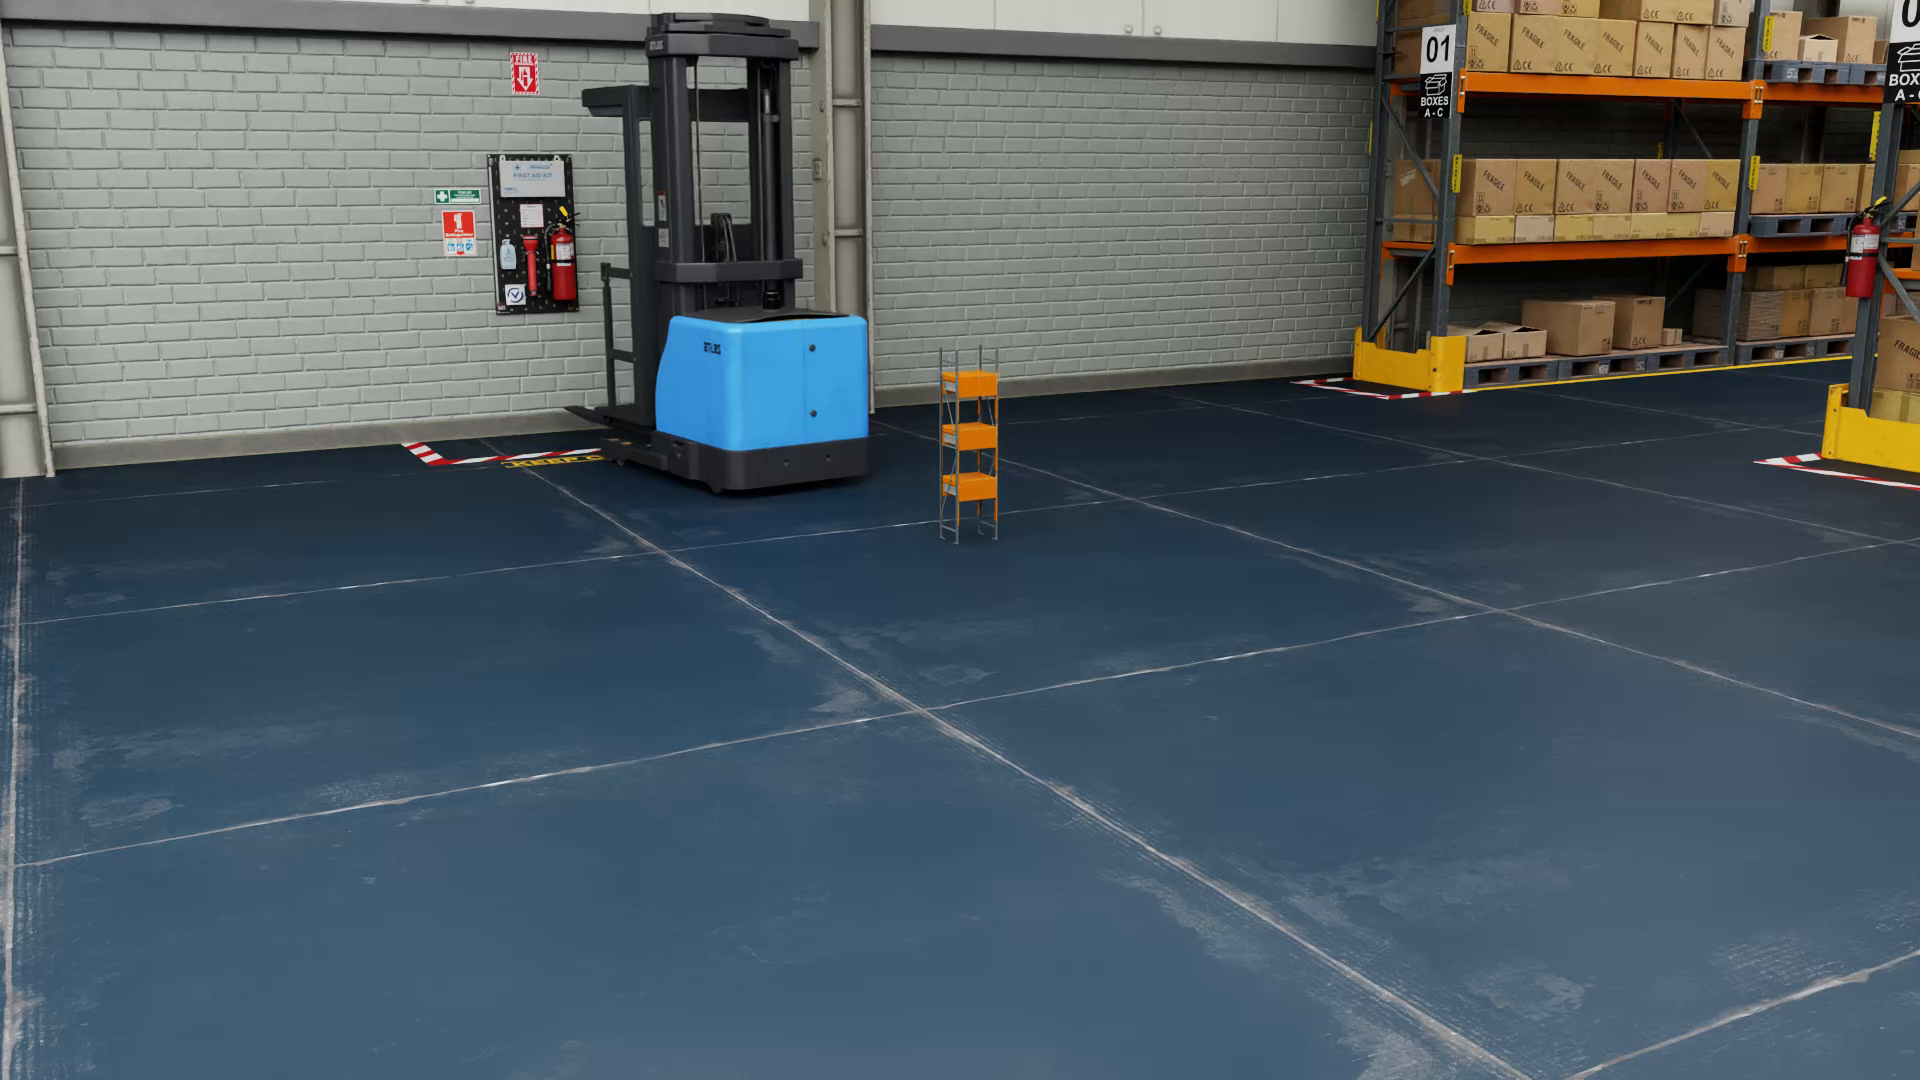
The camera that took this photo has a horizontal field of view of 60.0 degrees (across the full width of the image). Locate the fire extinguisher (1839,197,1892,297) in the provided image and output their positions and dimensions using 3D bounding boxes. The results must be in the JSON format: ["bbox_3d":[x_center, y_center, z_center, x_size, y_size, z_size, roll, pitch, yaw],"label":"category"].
[{"bbox_3d":[6.167,-1.999,11.337,0.183,0.674,0.296,-7,14,-28],"label":"fire extinguisher"}]

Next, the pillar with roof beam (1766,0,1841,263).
[{"bbox_3d":[11.646,-5.883,14.753,0.400,9.000,9.100,-7,14,-28],"label":"pillar with roof beam"}]

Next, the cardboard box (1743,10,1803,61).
[{"bbox_3d":[8.146,-5.094,16.896,0.500,0.500,0.500,-5,13,-20],"label":"cardboard box"}]

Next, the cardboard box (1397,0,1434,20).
[{"bbox_3d":[4.370,-5.020,15.199,0.500,0.500,0.500,-6,14,-25],"label":"cardboard box"}]

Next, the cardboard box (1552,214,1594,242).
[{"bbox_3d":[5.596,-2.951,15.684,0.500,0.250,0.500,-7,15,-29],"label":"cardboard box"}]

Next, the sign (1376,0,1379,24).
[{"bbox_3d":[3.868,-4.919,15.284,0.005,0.325,0.100,-7,14,-28],"label":"sign"}]

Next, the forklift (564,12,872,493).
[{"bbox_3d":[-1.837,-1.991,11.280,1.130,2.935,3.031,-9,15,-35],"label":"forklift"}]

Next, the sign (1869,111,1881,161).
[{"bbox_3d":[6.246,-2.746,11.304,0.005,0.325,0.100,-7,14,-28],"label":"sign"}]

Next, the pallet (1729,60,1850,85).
[{"bbox_3d":[8.221,-4.751,16.984,1.003,0.211,1.213,-7,14,-28],"label":"pallet"}]

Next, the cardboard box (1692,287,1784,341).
[{"bbox_3d":[8.266,-2.411,17.680,0.500,0.500,0.700,-6,14,-26],"label":"cardboard box"}]

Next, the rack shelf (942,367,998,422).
[{"bbox_3d":[0.047,-0.784,8.959,0.240,0.259,0.215,-7,14,-28],"label":"rack shelf"}]

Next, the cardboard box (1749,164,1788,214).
[{"bbox_3d":[8.091,-3.645,17.245,0.500,0.500,0.700,-7,14,-28],"label":"cardboard box"}]

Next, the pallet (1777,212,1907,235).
[{"bbox_3d":[9.421,-3.446,18.026,1.213,0.211,1.003,-7,14,-28],"label":"pallet"}]

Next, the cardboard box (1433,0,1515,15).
[{"bbox_3d":[4.571,-4.918,14.746,0.500,0.500,0.500,-8,15,-32],"label":"cardboard box"}]

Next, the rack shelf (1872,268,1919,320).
[{"bbox_3d":[8.249,-1.819,12.000,4.000,0.370,1.077,-7,14,-28],"label":"rack shelf"}]

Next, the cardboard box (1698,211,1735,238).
[{"bbox_3d":[7.357,-3.163,16.629,0.500,0.250,0.500,-7,14,-28],"label":"cardboard box"}]

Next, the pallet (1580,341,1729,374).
[{"bbox_3d":[7.055,-1.897,17.058,1.213,0.211,1.003,-7,14,-28],"label":"pallet"}]

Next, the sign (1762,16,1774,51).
[{"bbox_3d":[7.894,-4.947,16.249,0.005,0.325,0.100,-7,14,-28],"label":"sign"}]

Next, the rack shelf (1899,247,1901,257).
[{"bbox_3d":[12.894,-3.615,19.979,4.000,0.370,1.077,-7,14,-28],"label":"rack shelf"}]

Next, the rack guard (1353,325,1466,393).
[{"bbox_3d":[4.184,-1.703,15.536,0.348,0.500,1.175,-7,14,-28],"label":"rack guard"}]

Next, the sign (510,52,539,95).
[{"bbox_3d":[-3.192,-3.420,12.194,0.199,0.298,0.001,-7,14,-28],"label":"sign"}]

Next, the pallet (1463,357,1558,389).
[{"bbox_3d":[4.914,-1.640,15.917,1.213,0.211,1.003,-7,14,-28],"label":"pallet"}]

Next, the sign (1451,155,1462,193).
[{"bbox_3d":[4.377,-3.232,14.666,0.005,0.325,0.100,-7,14,-28],"label":"sign"}]

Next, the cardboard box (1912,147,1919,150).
[{"bbox_3d":[11.413,-4.423,19.271,0.500,0.250,0.500,-6,14,-26],"label":"cardboard box"}]

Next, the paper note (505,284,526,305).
[{"bbox_3d":[-3.325,-1.836,12.440,0.142,0.148,0.016,-7,14,-28],"label":"paper note"}]

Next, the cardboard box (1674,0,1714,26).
[{"bbox_3d":[6.839,-5.180,15.910,0.500,0.500,0.500,-6,14,-25],"label":"cardboard box"}]

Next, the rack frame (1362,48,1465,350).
[{"bbox_3d":[4.117,-2.914,15.226,0.127,3.000,1.000,-7,14,-28],"label":"rack frame"}]

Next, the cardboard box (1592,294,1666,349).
[{"bbox_3d":[6.736,-2.213,16.802,0.500,0.500,0.500,-8,15,-32],"label":"cardboard box"}]

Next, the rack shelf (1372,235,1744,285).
[{"bbox_3d":[5.872,-2.774,16.240,4.000,0.370,1.077,-7,14,-28],"label":"rack shelf"}]

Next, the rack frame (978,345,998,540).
[{"bbox_3d":[0.154,-0.531,9.076,0.008,1.050,0.200,-7,14,-28],"label":"rack frame"}]

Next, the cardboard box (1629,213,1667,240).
[{"bbox_3d":[6.482,-3.057,16.155,0.500,0.250,0.500,-7,14,-28],"label":"cardboard box"}]

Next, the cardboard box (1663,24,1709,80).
[{"bbox_3d":[6.853,-4.705,16.080,0.500,0.500,0.500,-8,15,-33],"label":"cardboard box"}]

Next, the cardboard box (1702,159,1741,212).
[{"bbox_3d":[7.361,-3.528,16.542,0.500,0.500,0.500,-7,14,-28],"label":"cardboard box"}]

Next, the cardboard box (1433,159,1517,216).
[{"bbox_3d":[4.680,-3.209,15.124,0.500,0.500,0.500,-7,14,-28],"label":"cardboard box"}]

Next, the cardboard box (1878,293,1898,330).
[{"bbox_3d":[10.024,-2.633,18.669,0.500,0.500,0.700,-7,14,-28],"label":"cardboard box"}]

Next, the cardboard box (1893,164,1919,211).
[{"bbox_3d":[10.253,-3.904,18.394,0.500,0.500,0.700,-8,15,-33],"label":"cardboard box"}]

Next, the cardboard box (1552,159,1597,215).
[{"bbox_3d":[5.575,-3.312,15.582,0.500,0.500,0.500,-7,15,-30],"label":"cardboard box"}]

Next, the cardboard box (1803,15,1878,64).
[{"bbox_3d":[9.228,-5.224,17.473,0.500,0.500,0.500,-7,15,-30],"label":"cardboard box"}]

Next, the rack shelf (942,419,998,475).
[{"bbox_3d":[0.047,-0.507,9.021,0.240,0.259,0.215,-7,14,-28],"label":"rack shelf"}]

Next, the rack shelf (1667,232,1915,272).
[{"bbox_3d":[9.383,-3.194,18.110,4.000,0.370,1.077,-7,14,-28],"label":"rack shelf"}]

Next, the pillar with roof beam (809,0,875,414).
[{"bbox_3d":[1.113,-4.620,9.144,0.400,9.000,9.100,-7,14,-28],"label":"pillar with roof beam"}]

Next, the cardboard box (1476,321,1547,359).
[{"bbox_3d":[5.268,-1.932,15.986,0.500,0.311,0.500,-6,14,-23],"label":"cardboard box"}]

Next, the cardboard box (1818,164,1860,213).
[{"bbox_3d":[9.148,-3.778,17.835,0.500,0.500,0.700,-5,14,-20],"label":"cardboard box"}]

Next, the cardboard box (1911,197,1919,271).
[{"bbox_3d":[6.910,-2.055,11.182,0.500,0.500,0.700,-7,14,-28],"label":"cardboard box"}]

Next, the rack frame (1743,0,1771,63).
[{"bbox_3d":[7.628,-6.262,16.437,0.127,3.000,1.000,-7,14,-28],"label":"rack frame"}]

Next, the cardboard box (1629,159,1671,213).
[{"bbox_3d":[6.478,-3.423,16.077,0.500,0.500,0.500,-7,15,-29],"label":"cardboard box"}]

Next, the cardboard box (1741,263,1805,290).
[{"bbox_3d":[8.651,-2.823,17.807,0.500,0.250,0.500,-7,15,-29],"label":"cardboard box"}]

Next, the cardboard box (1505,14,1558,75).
[{"bbox_3d":[5.019,-4.473,15.046,0.500,0.500,0.500,-6,14,-24],"label":"cardboard box"}]

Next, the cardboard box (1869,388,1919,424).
[{"bbox_3d":[6.823,-0.937,11.745,0.500,0.250,0.500,-7,14,-28],"label":"cardboard box"}]

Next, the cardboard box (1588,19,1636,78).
[{"bbox_3d":[5.933,-4.588,15.561,0.500,0.500,0.500,-6,14,-24],"label":"cardboard box"}]

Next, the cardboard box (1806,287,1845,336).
[{"bbox_3d":[9.163,-2.521,18.169,0.500,0.500,0.700,-7,14,-27],"label":"cardboard box"}]

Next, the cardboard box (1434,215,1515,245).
[{"bbox_3d":[4.697,-2.841,15.196,0.500,0.250,0.500,-7,15,-29],"label":"cardboard box"}]

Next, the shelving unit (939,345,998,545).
[{"bbox_3d":[0.047,-0.518,9.019,0.252,1.050,0.215,-7,14,-28],"label":"shelving unit"}]

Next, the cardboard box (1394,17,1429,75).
[{"bbox_3d":[4.362,-4.529,15.295,0.500,0.500,0.500,-6,14,-24],"label":"cardboard box"}]

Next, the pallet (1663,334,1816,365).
[{"bbox_3d":[8.310,-2.057,17.767,1.213,0.211,1.003,-7,14,-28],"label":"pallet"}]

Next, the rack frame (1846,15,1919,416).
[{"bbox_3d":[6.494,-1.960,10.986,0.127,3.000,1.000,-7,14,-28],"label":"rack frame"}]

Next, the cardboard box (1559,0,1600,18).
[{"bbox_3d":[5.480,-5.017,15.186,0.500,0.500,0.500,-6,14,-26],"label":"cardboard box"}]

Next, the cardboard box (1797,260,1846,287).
[{"bbox_3d":[9.552,-2.928,18.271,0.500,0.250,0.500,-7,14,-28],"label":"cardboard box"}]

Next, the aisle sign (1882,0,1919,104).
[{"bbox_3d":[6.295,-3.278,10.921,0.004,0.787,0.394,-7,14,-28],"label":"aisle sign"}]
